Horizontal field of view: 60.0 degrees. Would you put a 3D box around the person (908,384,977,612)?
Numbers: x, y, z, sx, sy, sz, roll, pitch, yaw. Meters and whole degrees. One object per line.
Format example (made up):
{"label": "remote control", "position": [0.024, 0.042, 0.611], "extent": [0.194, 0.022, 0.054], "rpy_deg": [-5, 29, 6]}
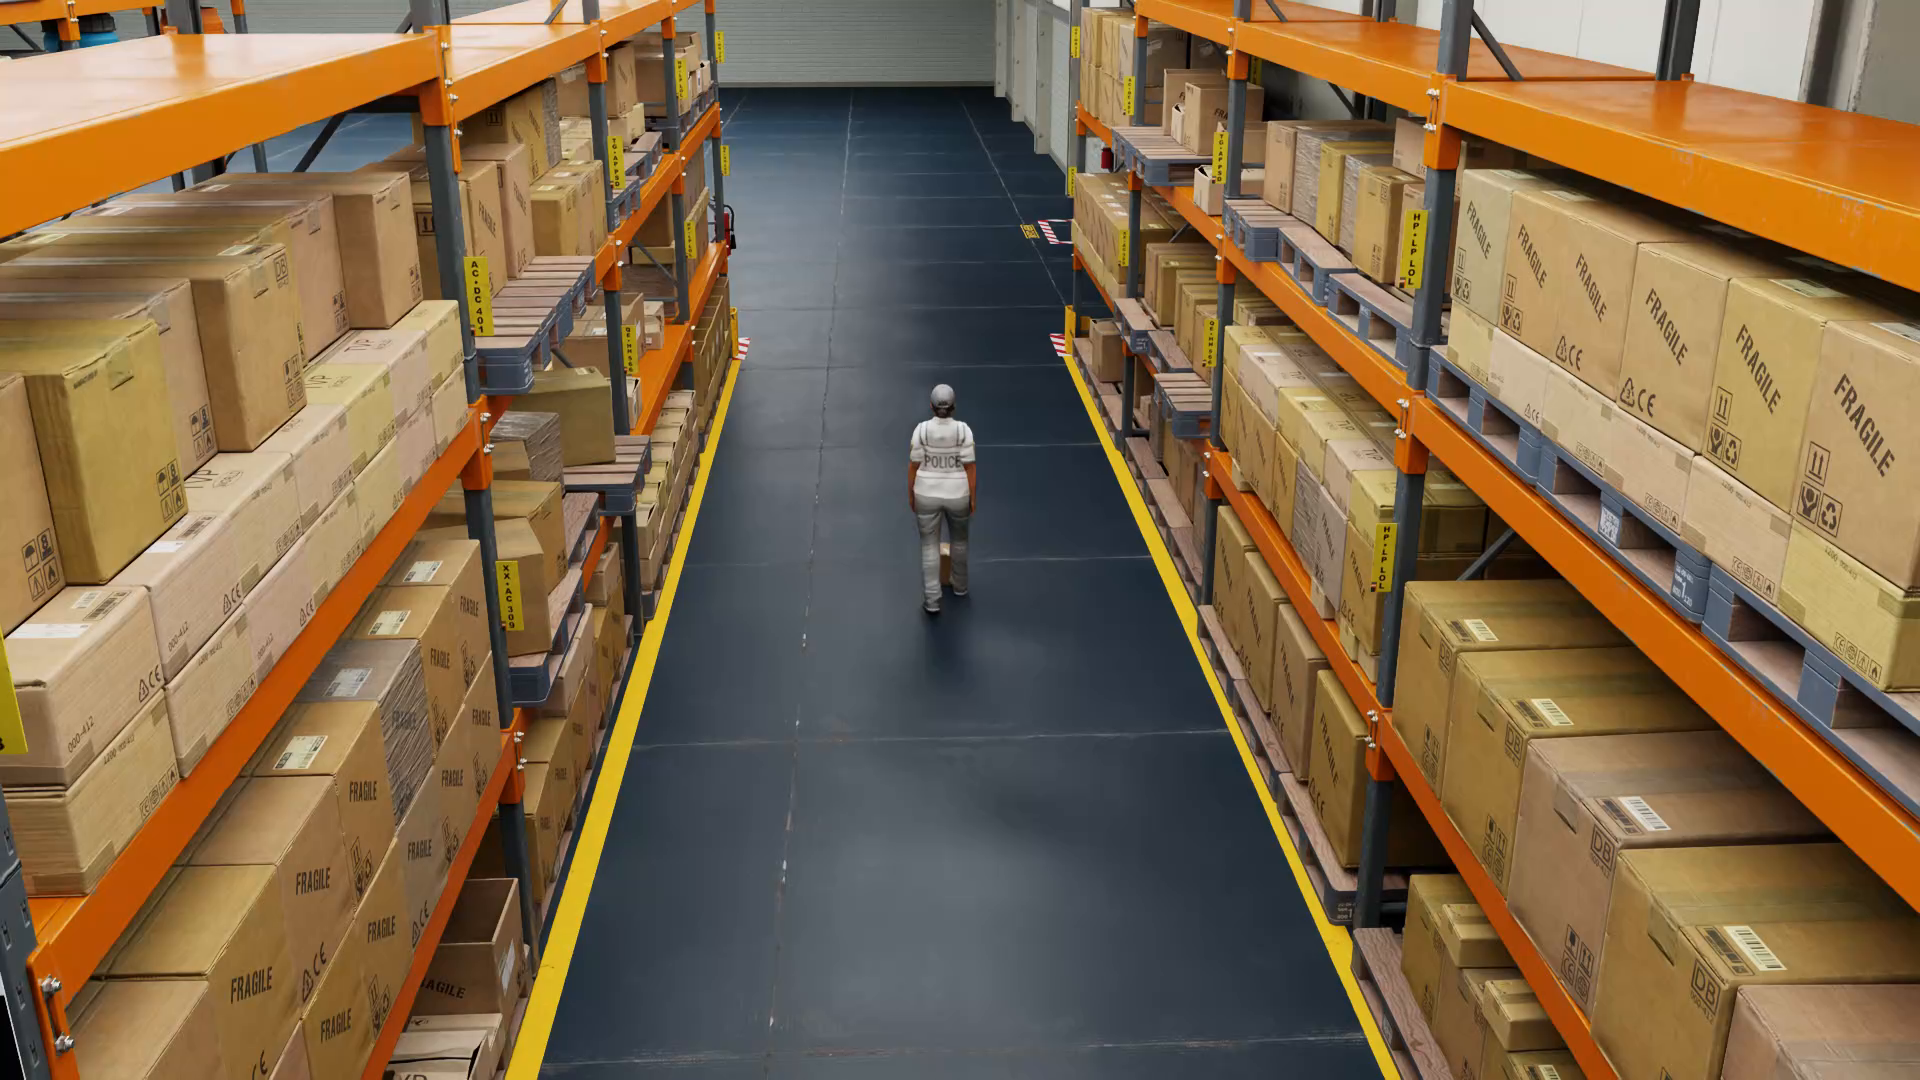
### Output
{"label": "person", "position": [-0.133, -0.339, 11.989], "extent": [0.484, 1.662, 0.648], "rpy_deg": [-1, 21, -3]}
